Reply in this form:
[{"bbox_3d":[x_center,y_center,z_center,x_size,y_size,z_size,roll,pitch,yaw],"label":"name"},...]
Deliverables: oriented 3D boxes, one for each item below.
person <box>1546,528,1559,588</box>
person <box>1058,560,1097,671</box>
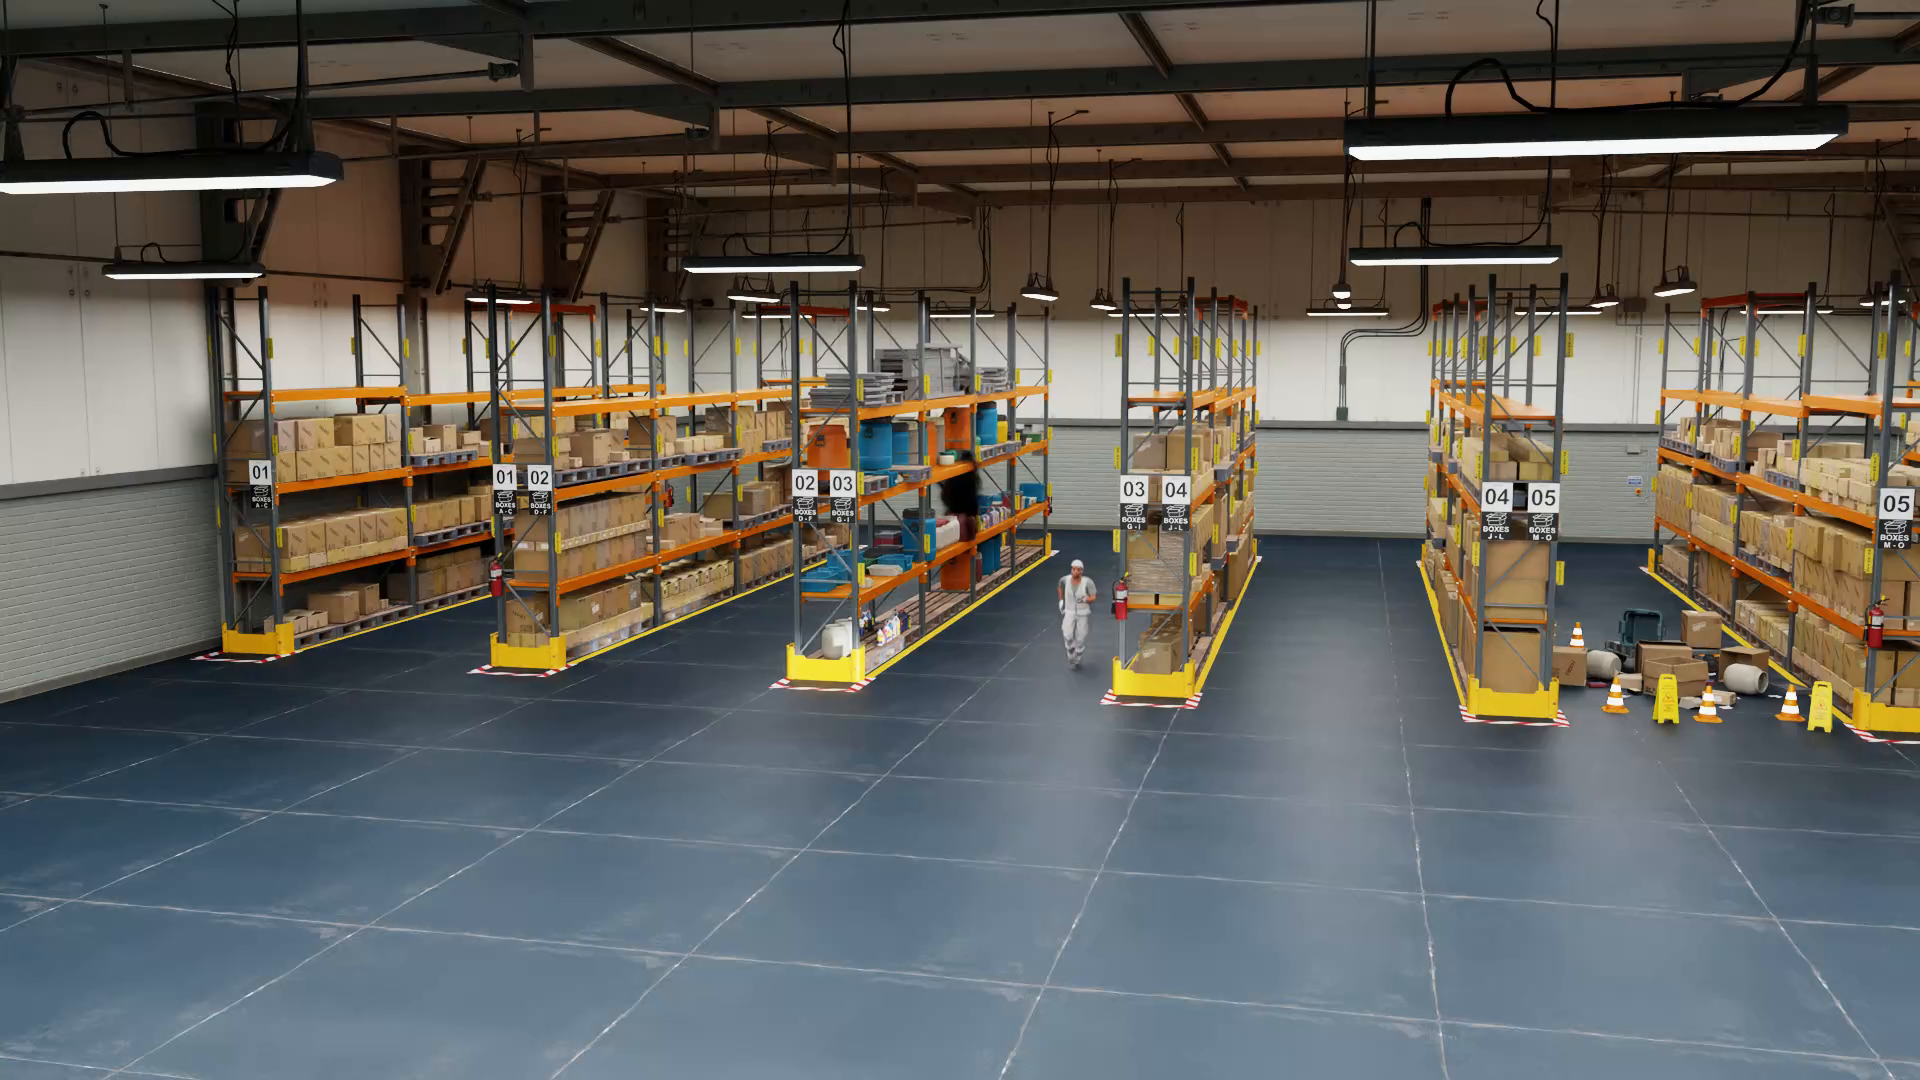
[{"bbox_3d":[12.231,0.235,34.829,0.579,1.545,0.643,1,7,8],"label":"person"},{"bbox_3d":[1.813,1.163,25.799,0.610,1.745,0.819,1,7,7],"label":"person"}]
